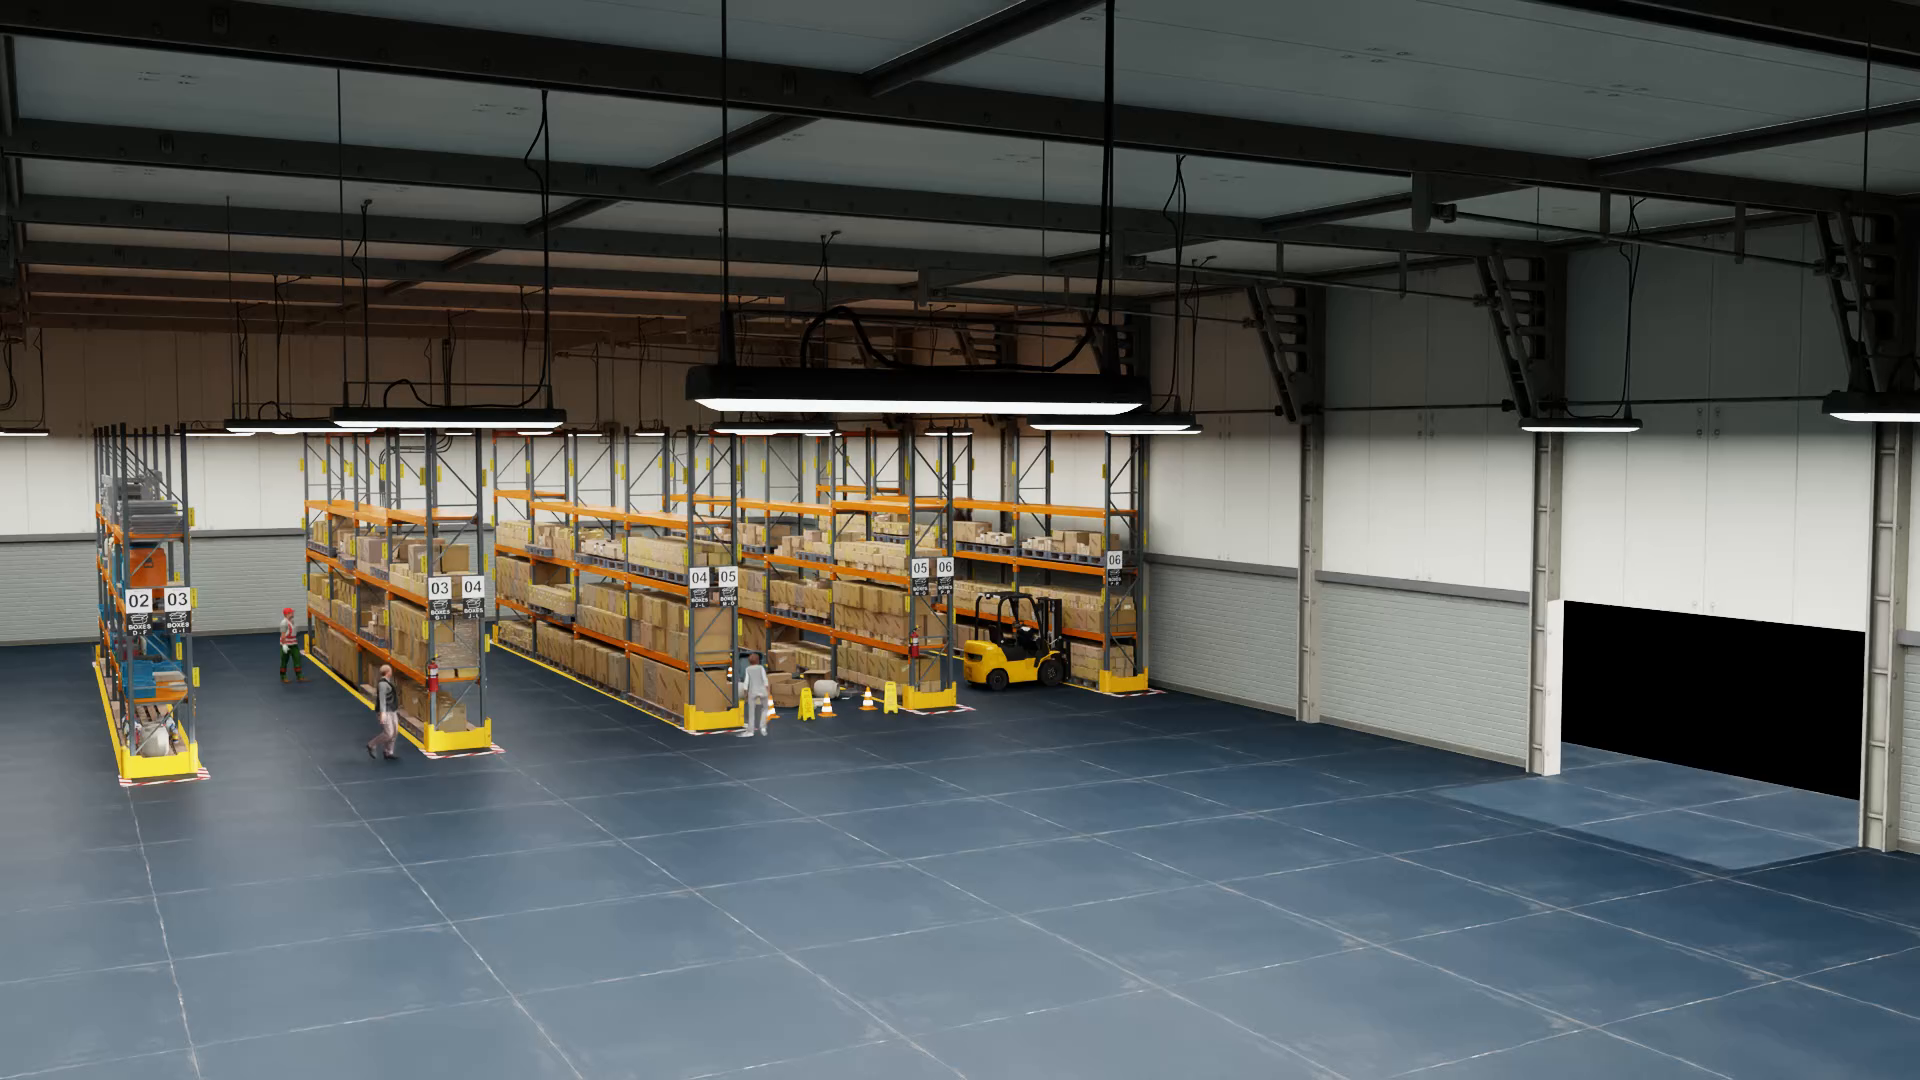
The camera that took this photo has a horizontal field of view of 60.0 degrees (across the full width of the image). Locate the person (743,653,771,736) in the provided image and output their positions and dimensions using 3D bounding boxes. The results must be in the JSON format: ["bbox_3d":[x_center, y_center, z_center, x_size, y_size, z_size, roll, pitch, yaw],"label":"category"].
[{"bbox_3d":[-3.917,2.979,31.982,0.542,1.601,0.354,0,3,-7],"label":"person"}]

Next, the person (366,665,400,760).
[{"bbox_3d":[-10.265,3.070,29.593,0.553,1.705,0.552,1,4,10],"label":"person"}]

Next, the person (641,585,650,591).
[{"bbox_3d":[-8.685,2.095,45.935,0.505,1.682,0.375,2,4,35],"label":"person"}]

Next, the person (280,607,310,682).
[{"bbox_3d":[-15.708,2.470,39.059,0.634,1.785,0.566,2,4,24],"label":"person"}]
